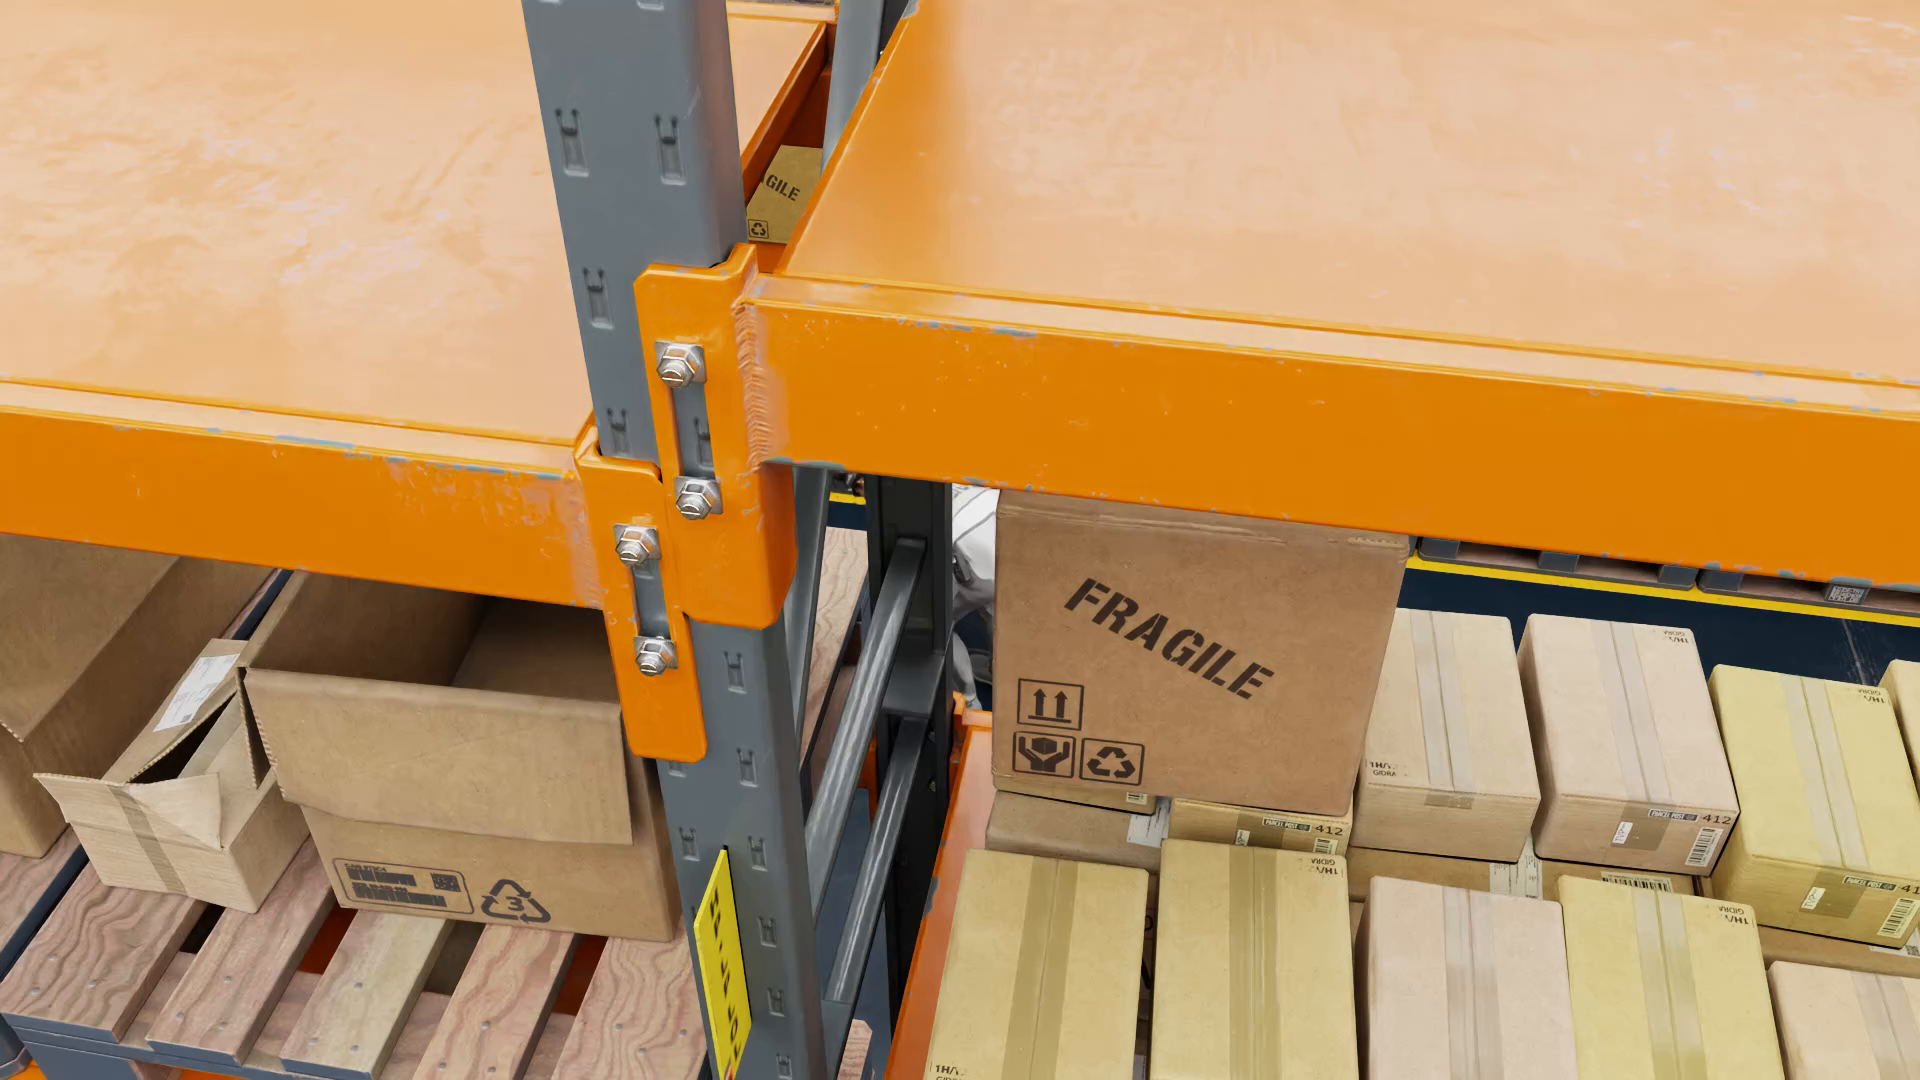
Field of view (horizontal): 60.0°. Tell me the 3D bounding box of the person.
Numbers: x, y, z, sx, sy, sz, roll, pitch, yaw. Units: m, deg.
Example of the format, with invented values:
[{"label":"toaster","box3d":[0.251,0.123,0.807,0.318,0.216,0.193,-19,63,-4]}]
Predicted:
[{"label":"person","box3d":[-0.110,0.146,6.679,0.925,1.065,0.429,30,49,30]}]
